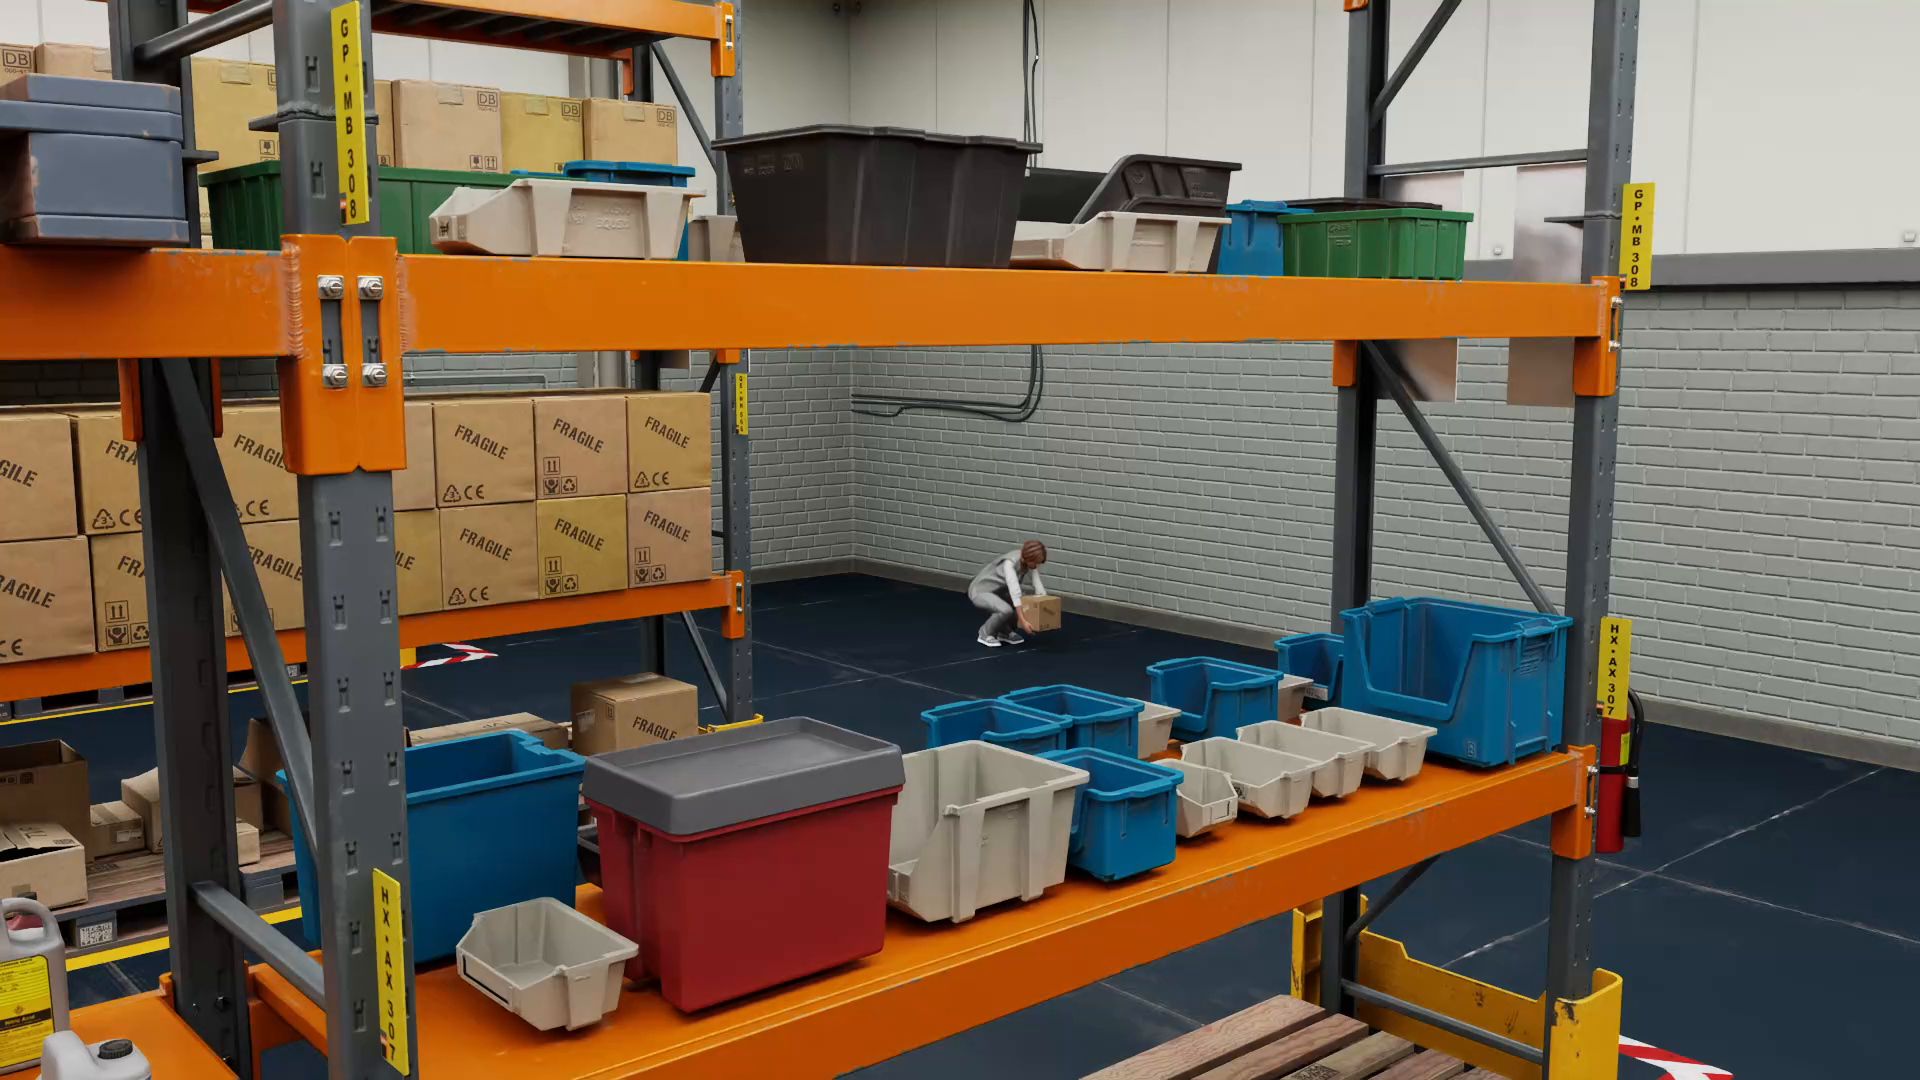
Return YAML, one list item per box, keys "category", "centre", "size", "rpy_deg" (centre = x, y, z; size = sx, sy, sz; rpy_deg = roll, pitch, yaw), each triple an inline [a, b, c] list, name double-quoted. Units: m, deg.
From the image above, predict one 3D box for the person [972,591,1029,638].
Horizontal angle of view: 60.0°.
- category: "person"
  centre: [0.347, 0.614, 13.836]
  size: [0.425, 0.377, 0.522]
  rpy_deg: [-7, 10, -42]
